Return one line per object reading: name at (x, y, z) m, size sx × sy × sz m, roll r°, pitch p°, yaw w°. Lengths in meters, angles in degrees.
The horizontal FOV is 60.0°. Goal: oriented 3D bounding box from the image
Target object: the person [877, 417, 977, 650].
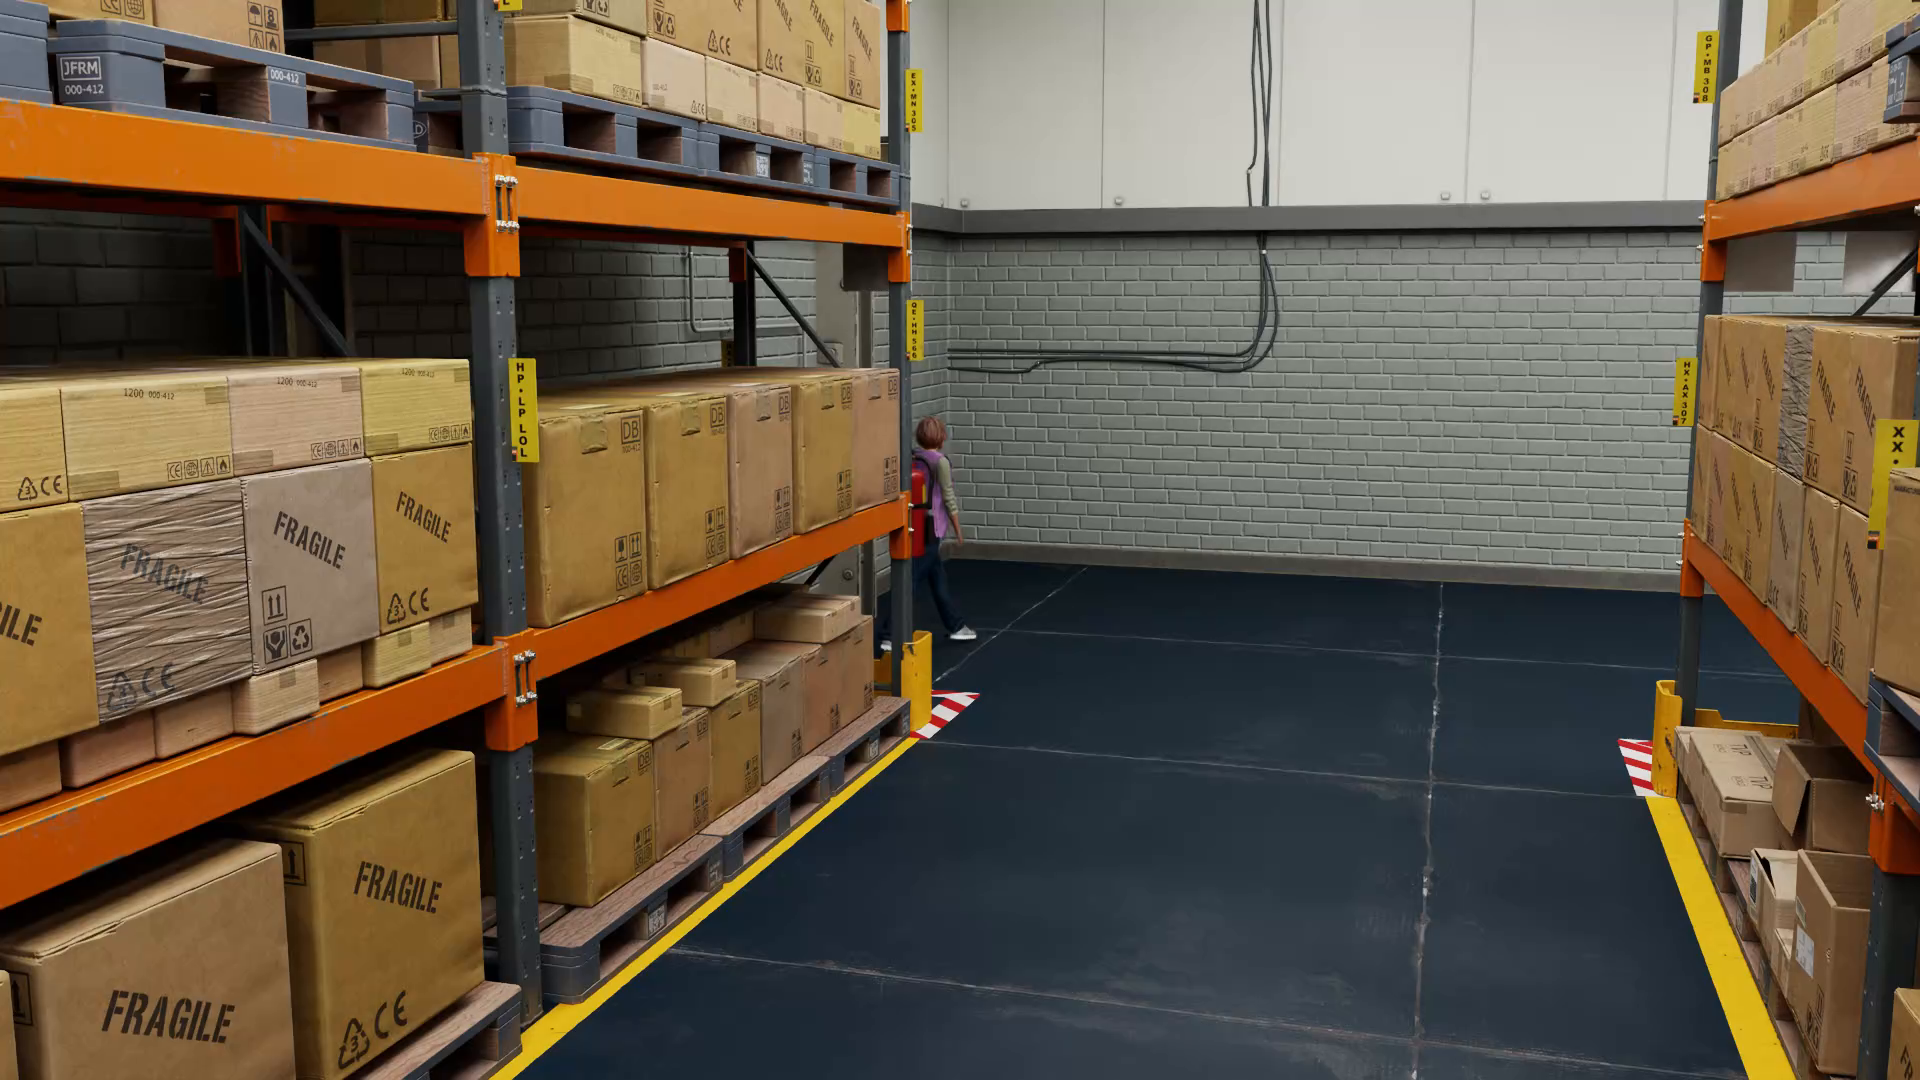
person at (-0.205, -0.048, 11.165) m, size 0.842 × 1.554 × 0.414 m, roll -6°, pitch 10°, yaw -34°
